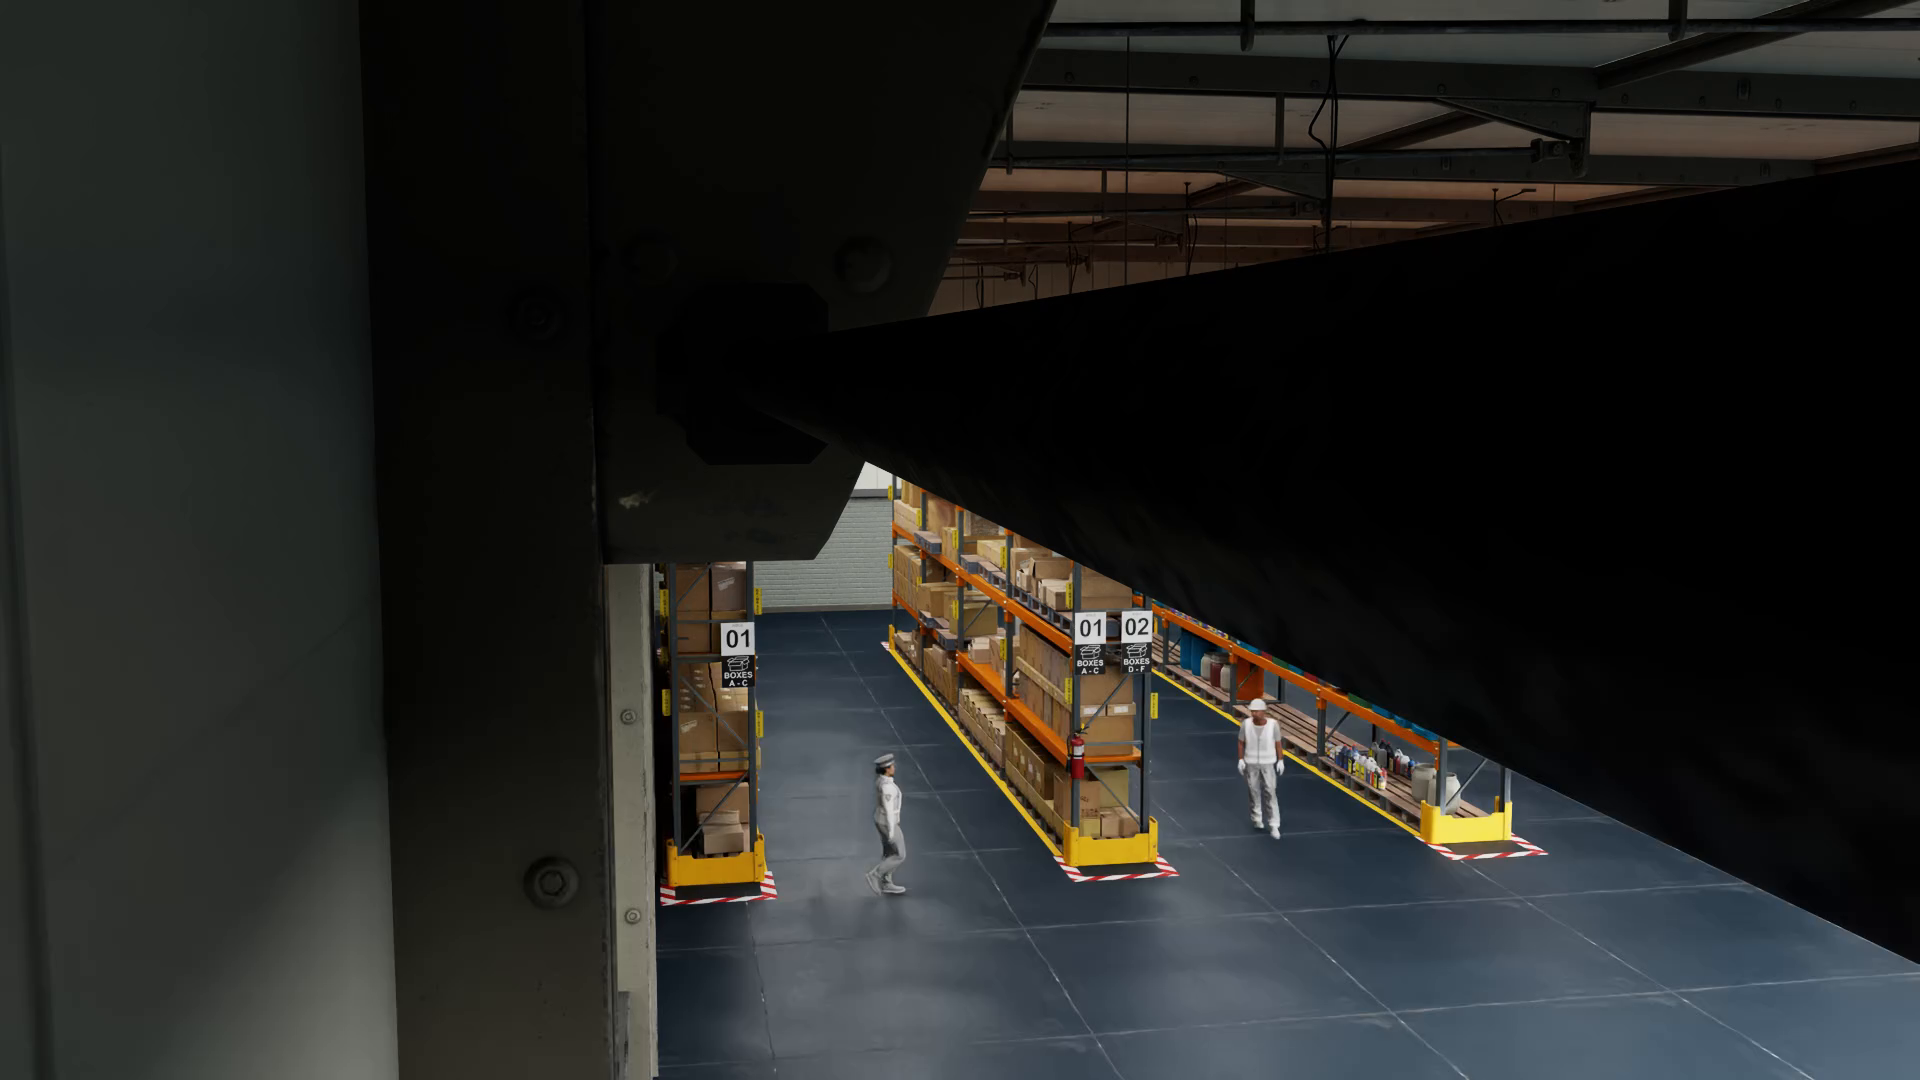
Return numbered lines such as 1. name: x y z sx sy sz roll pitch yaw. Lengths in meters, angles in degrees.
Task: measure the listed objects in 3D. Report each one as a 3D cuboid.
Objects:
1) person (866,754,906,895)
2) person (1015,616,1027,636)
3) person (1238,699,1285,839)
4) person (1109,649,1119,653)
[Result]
1. person: -0.892 3.359 19.630 0.501 1.678 0.502 -1 6 -13
2. person: 1.370 1.546 36.254 0.521 1.707 1.102 -2 7 -21
3. person: 4.031 3.036 22.321 0.645 1.788 0.641 2 7 19
4. person: 3.268 1.589 36.015 0.399 1.732 0.568 3 7 29
